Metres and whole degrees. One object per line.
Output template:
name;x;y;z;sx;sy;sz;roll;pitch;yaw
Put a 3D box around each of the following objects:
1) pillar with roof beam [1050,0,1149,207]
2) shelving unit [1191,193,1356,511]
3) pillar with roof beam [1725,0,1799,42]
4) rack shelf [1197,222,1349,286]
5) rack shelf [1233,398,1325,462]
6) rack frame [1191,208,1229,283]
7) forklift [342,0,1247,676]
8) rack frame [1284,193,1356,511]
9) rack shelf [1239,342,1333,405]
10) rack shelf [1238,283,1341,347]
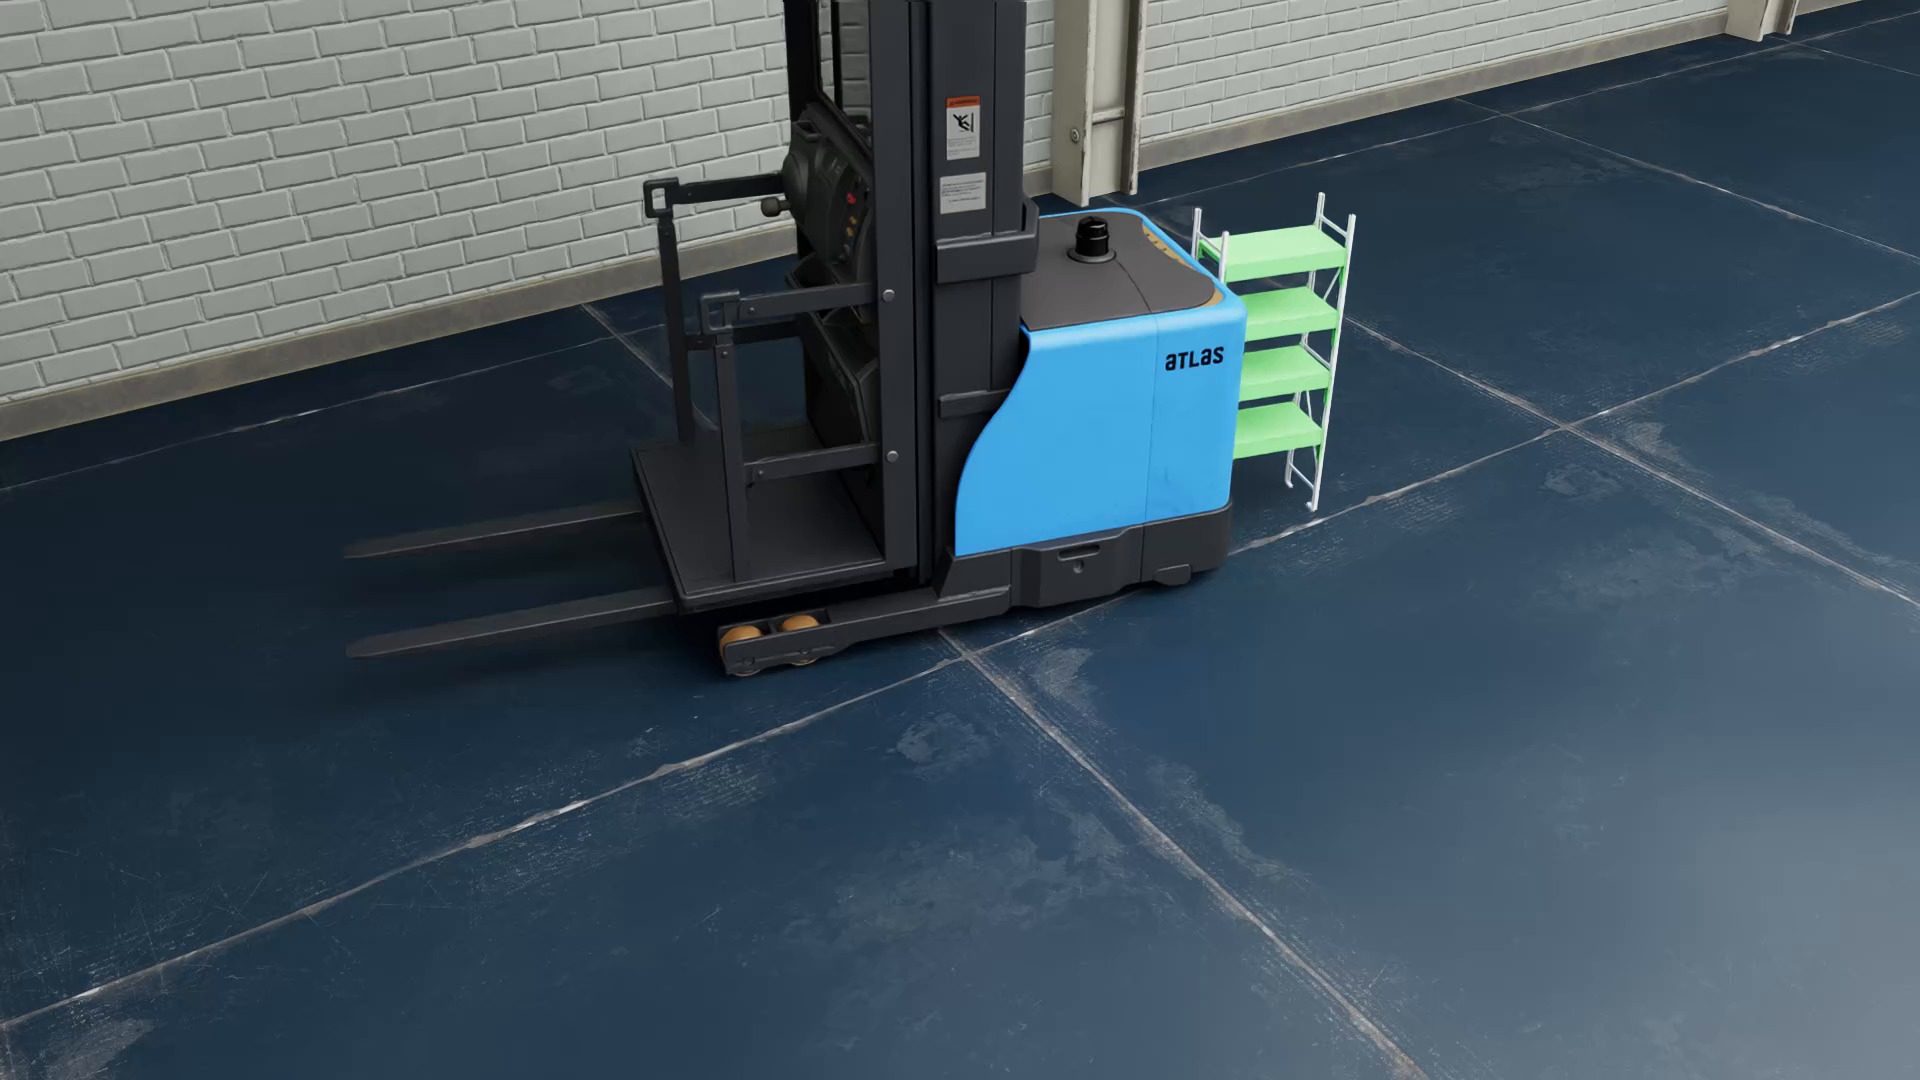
pillar with roof beam;3.081;-3.835;3.895;0.400;9.000;9.100;-19;37;-27
shelving unit;1.103;-0.640;6.140;0.503;1.200;0.258;-10;34;-15
pillar with roof beam;8.124;-5.570;6.645;0.400;9.000;9.100;-19;37;-27
rack shelf;1.103;-0.992;5.918;0.480;0.148;0.258;-10;34;-15
rack shelf;1.103;-0.383;6.302;0.480;0.148;0.258;-10;34;-15
rack frame;0.871;-0.599;6.075;0.015;1.200;0.240;-10;34;-15
forklift;-0.606;-1.103;5.252;3.031;2.935;1.130;-10;34;-15
rack frame;1.334;-0.681;6.205;0.015;1.200;0.240;-10;34;-15
rack shelf;1.103;-0.586;6.174;0.480;0.148;0.258;-10;34;-15
rack shelf;1.103;-0.789;6.046;0.480;0.148;0.258;-10;34;-15
